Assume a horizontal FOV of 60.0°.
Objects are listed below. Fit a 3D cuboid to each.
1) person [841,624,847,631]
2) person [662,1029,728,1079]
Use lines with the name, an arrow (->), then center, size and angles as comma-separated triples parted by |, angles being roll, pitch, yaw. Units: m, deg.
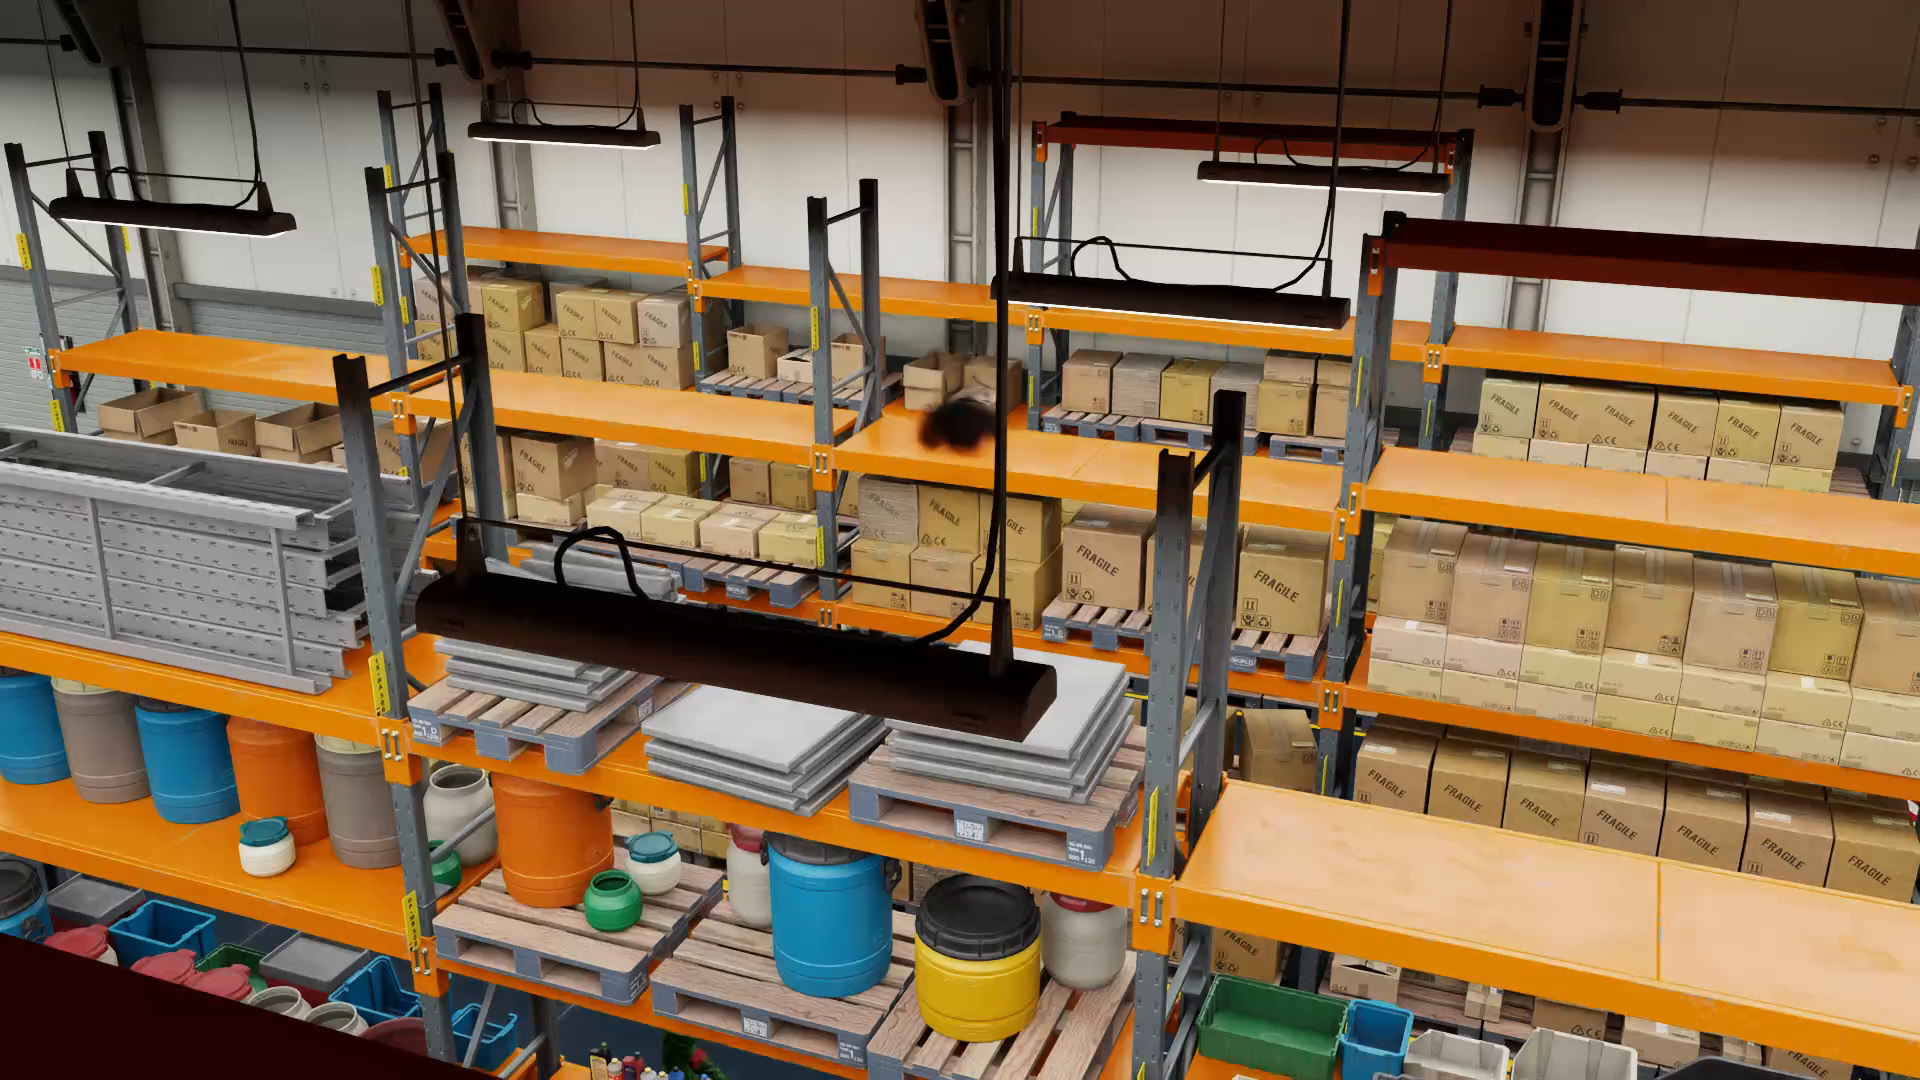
person -> -1.065, 1.531, 15.933 | 0.949, 1.724, 0.637 | 7, 22, 17
person -> -1.897, 3.257, 11.382 | 0.610, 1.742, 0.639 | 7, 22, 18
